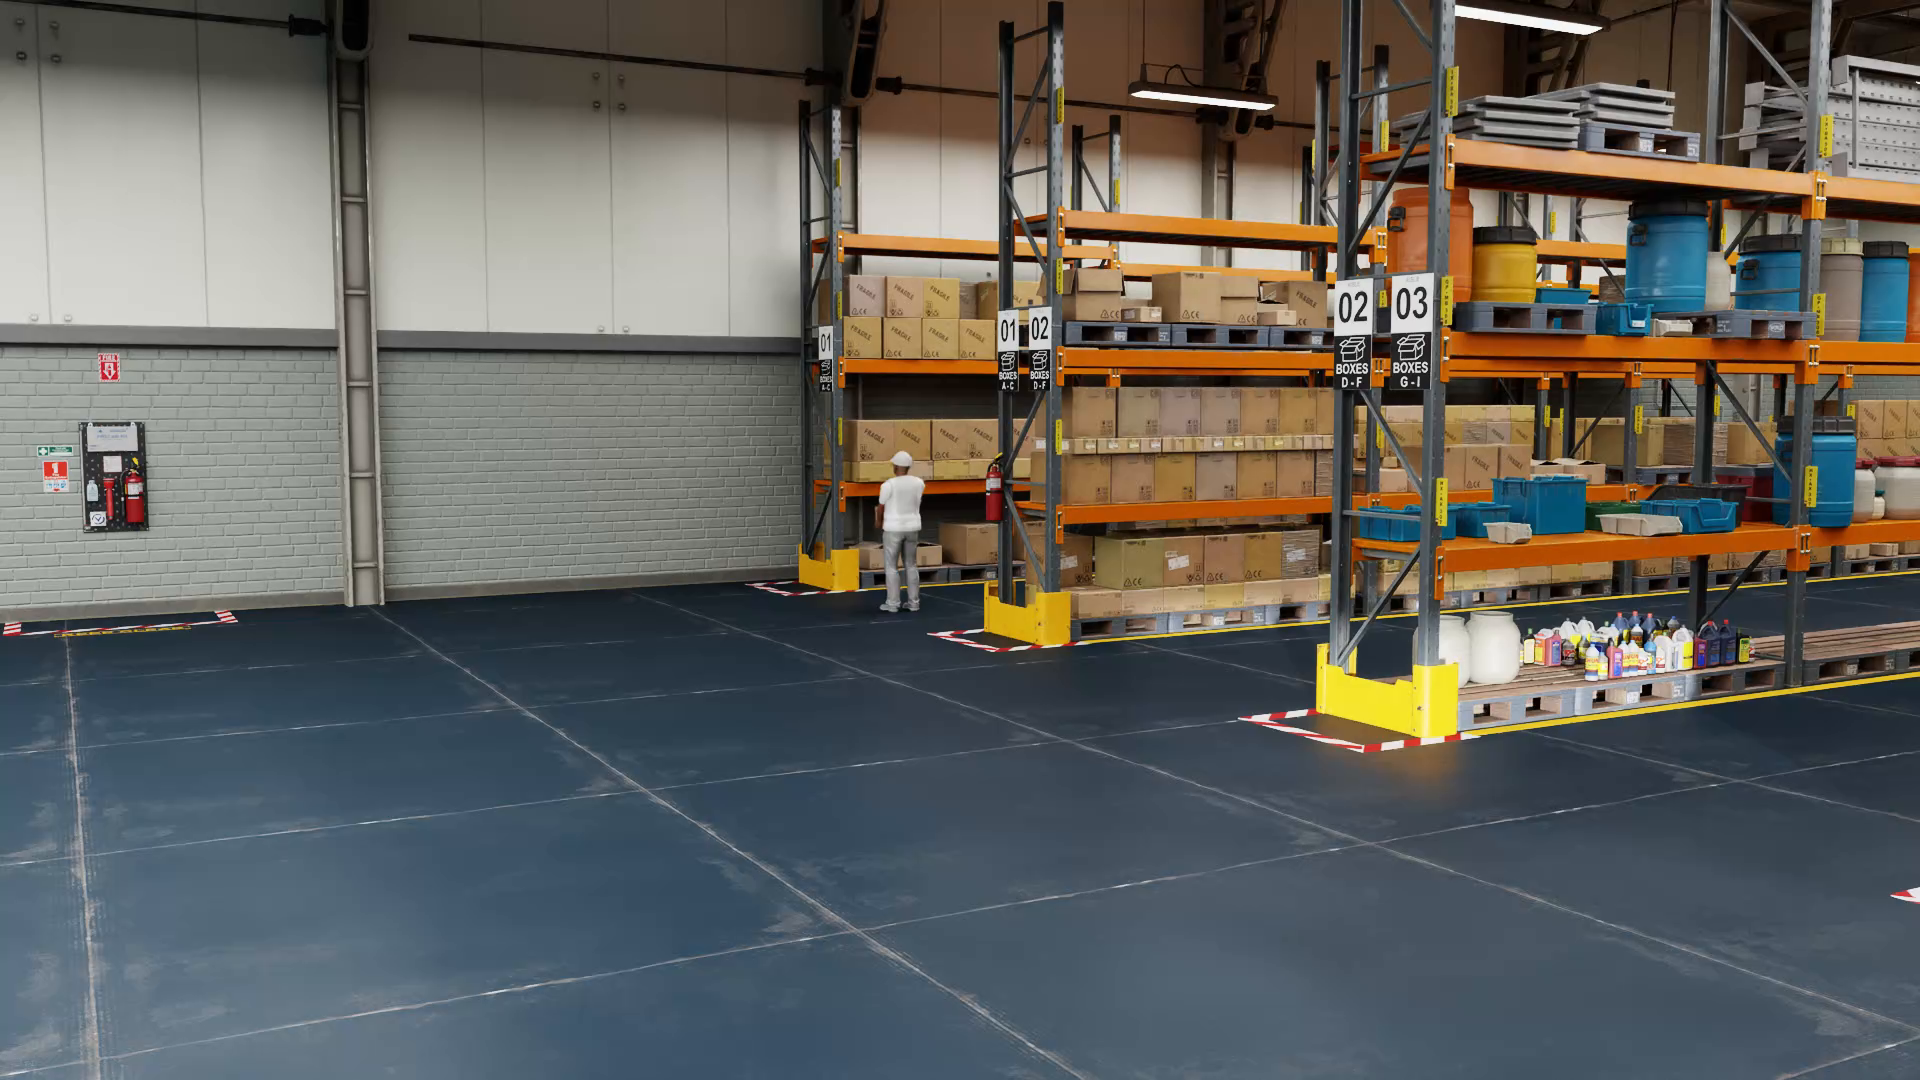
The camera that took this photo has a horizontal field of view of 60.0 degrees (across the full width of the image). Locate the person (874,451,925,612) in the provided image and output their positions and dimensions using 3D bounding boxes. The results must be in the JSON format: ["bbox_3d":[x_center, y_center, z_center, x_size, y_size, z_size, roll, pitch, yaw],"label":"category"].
[{"bbox_3d":[-0.693,-0.103,18.315,0.507,1.765,0.576,-3,6,-29],"label":"person"}]
